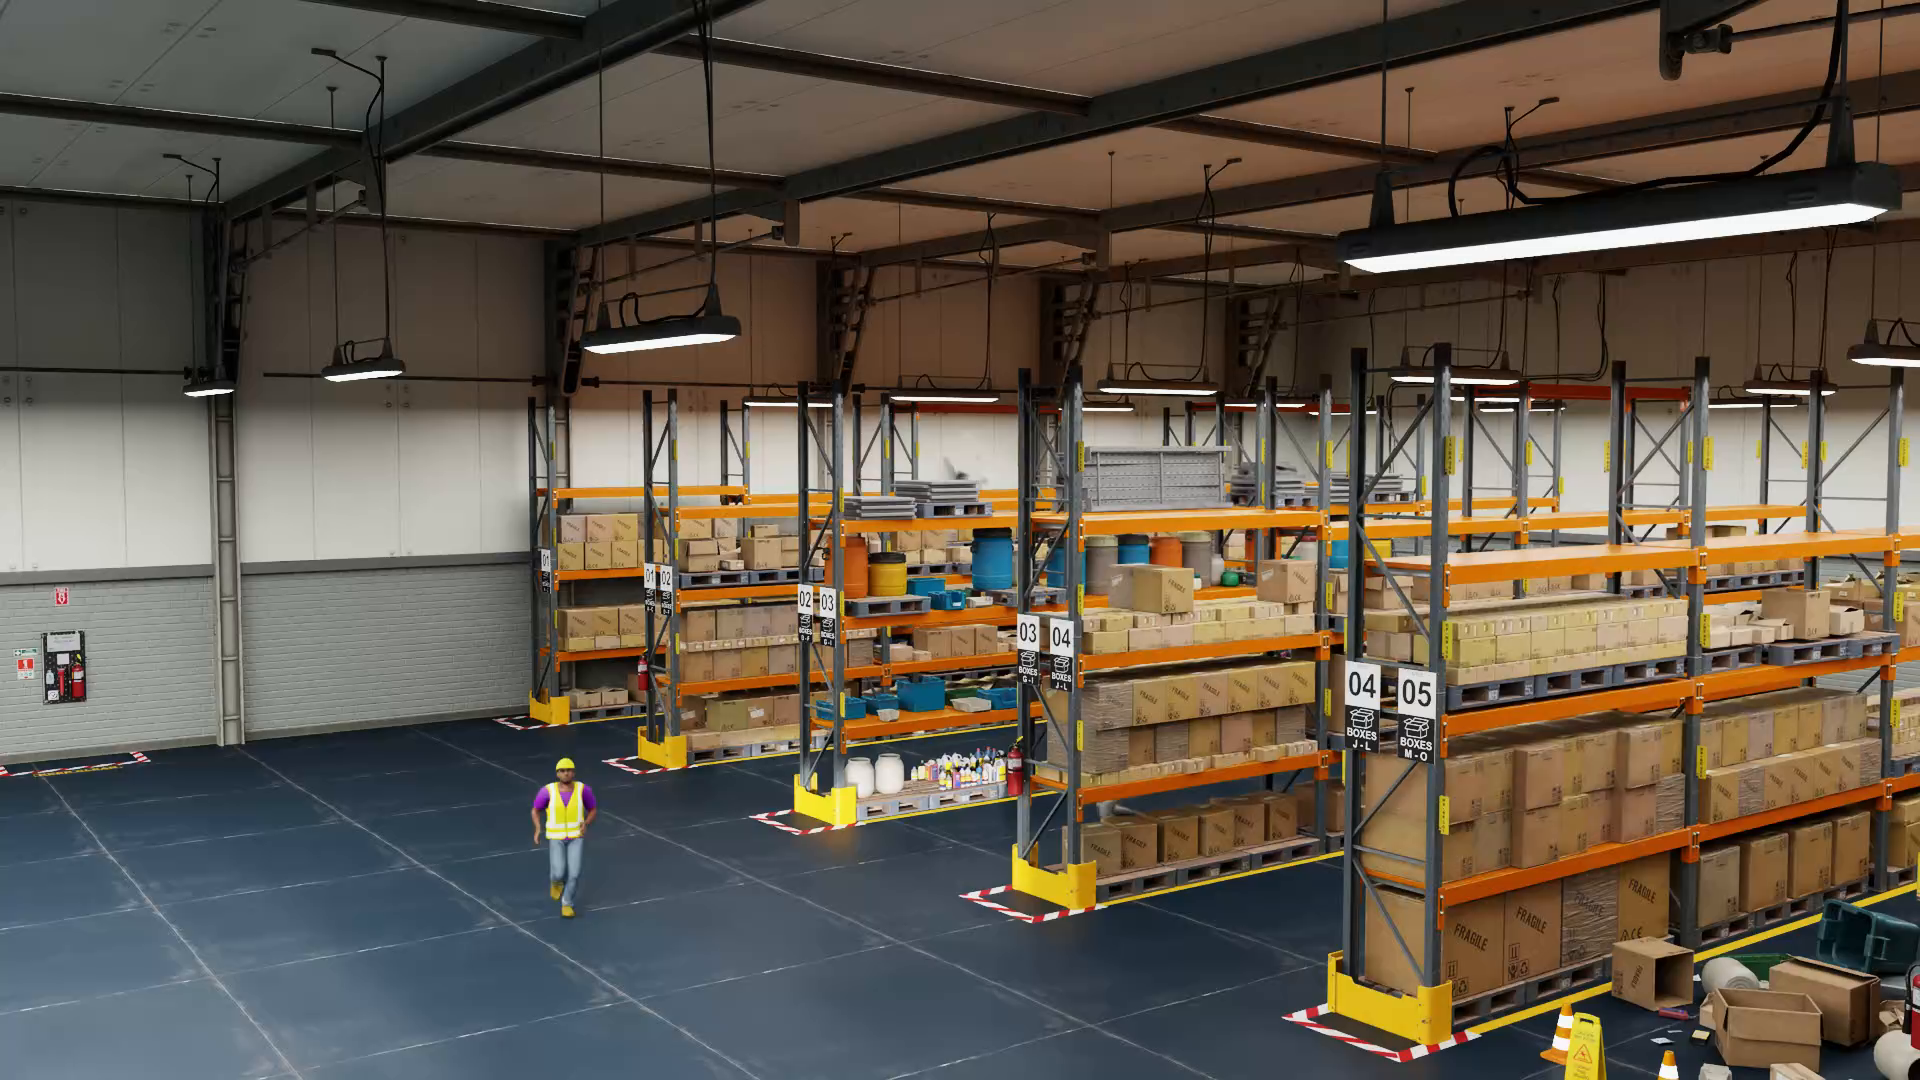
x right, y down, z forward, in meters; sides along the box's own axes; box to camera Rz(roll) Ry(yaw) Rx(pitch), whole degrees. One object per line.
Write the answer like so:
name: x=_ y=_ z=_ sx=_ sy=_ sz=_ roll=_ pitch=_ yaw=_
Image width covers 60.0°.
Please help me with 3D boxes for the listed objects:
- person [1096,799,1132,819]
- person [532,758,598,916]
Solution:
person: x=1.967 y=3.047 z=21.234 sx=0.816 sy=1.772 sz=0.663 roll=-3 pitch=4 yaw=-41
person: x=-4.300 y=3.235 z=18.145 sx=0.703 sy=1.716 sz=0.584 roll=-1 pitch=4 yaw=-17
